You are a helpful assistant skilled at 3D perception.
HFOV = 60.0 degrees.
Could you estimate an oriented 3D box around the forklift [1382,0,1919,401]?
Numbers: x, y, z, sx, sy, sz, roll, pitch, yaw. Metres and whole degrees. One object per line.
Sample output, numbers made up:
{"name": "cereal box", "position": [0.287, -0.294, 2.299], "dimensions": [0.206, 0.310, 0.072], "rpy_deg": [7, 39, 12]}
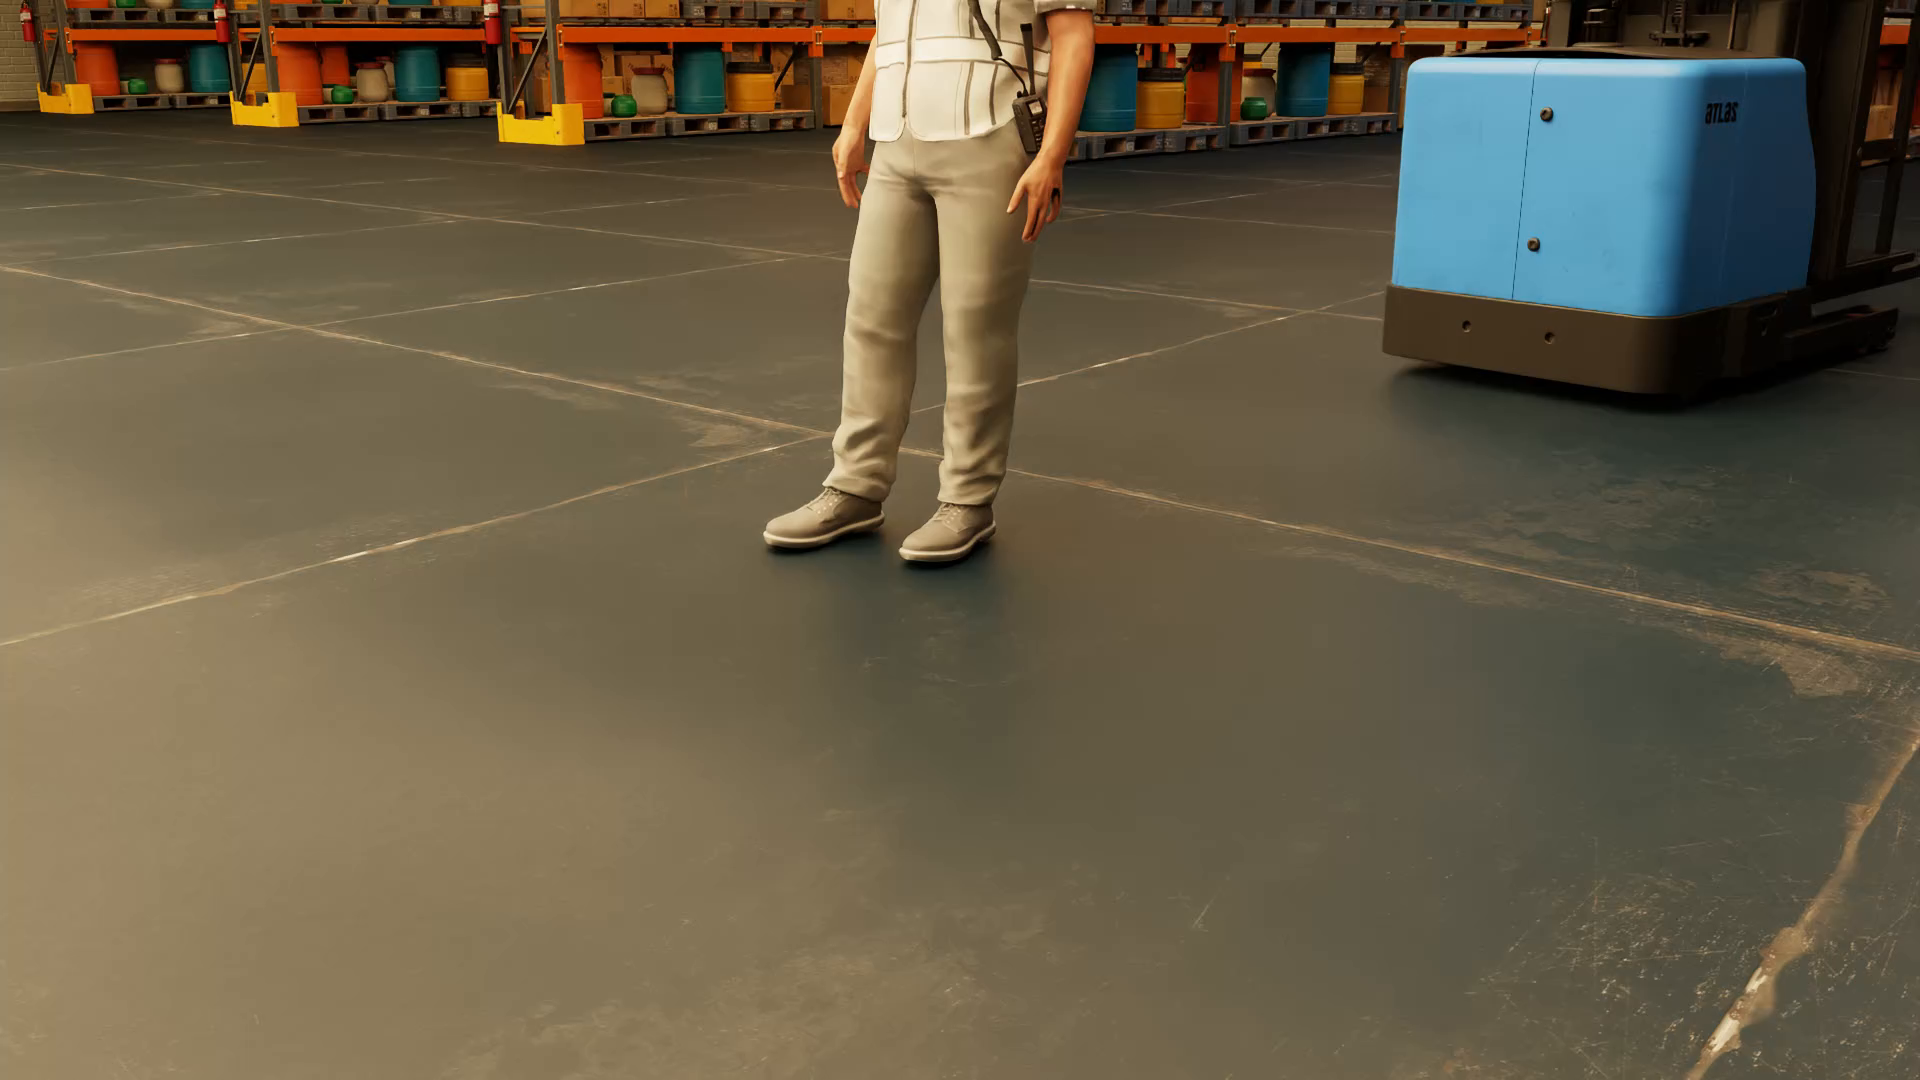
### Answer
{"name": "forklift", "position": [2.927, -2.184, 6.088], "dimensions": [3.031, 2.935, 1.130], "rpy_deg": [-15, 22, -40]}

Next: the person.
{"name": "person", "position": [-0.059, -0.841, 3.631], "dimensions": [0.641, 1.772, 0.574], "rpy_deg": [13, 21, 37]}
